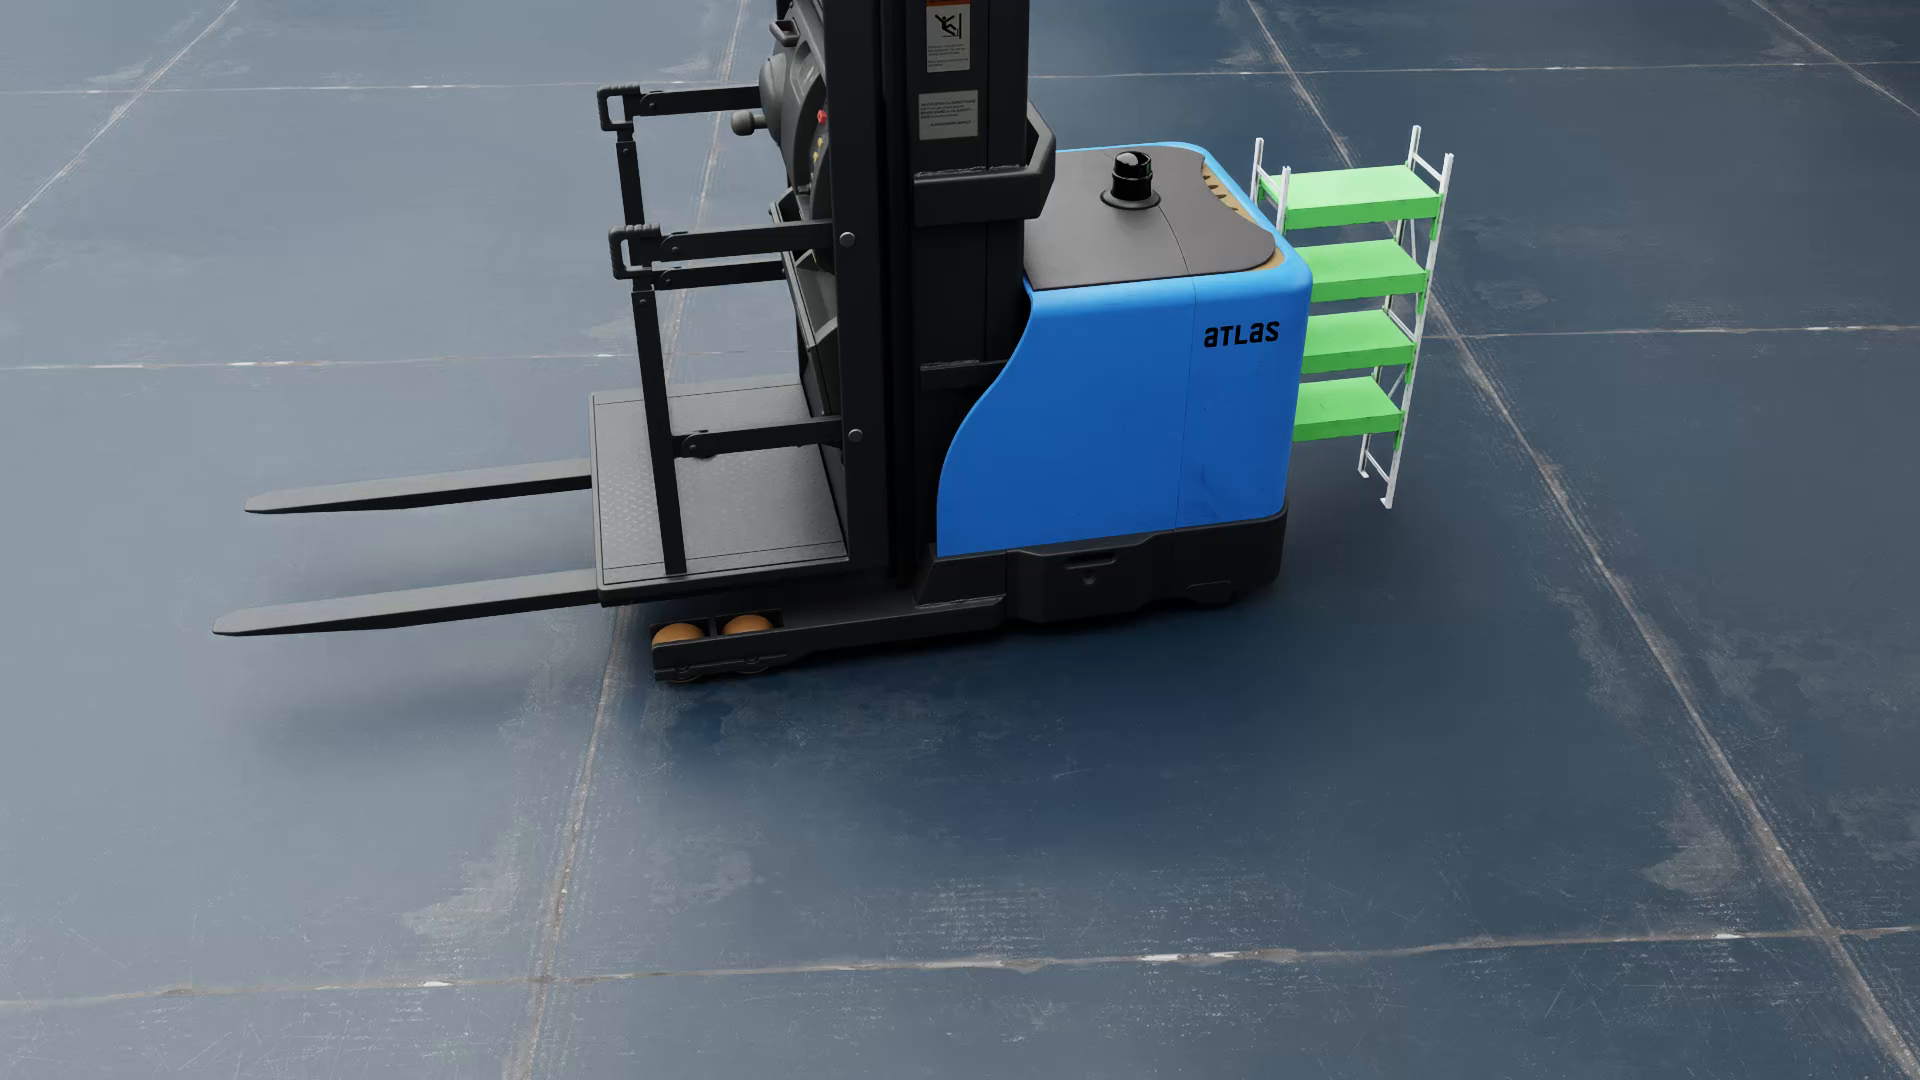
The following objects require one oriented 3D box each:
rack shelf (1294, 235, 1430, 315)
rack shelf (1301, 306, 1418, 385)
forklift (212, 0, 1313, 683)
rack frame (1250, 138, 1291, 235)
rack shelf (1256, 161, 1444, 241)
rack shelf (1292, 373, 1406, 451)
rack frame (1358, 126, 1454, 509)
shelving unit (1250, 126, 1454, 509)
[{"bbox_3d":[1.130,-0.779,5.012,0.480,0.148,0.258,-7,35,-10],"label":"rack shelf"},{"bbox_3d":[1.130,-0.582,5.148,0.480,0.148,0.258,-7,35,-10],"label":"rack shelf"},{"bbox_3d":[-0.610,-1.133,4.312,3.031,2.935,1.130,-7,35,-10],"label":"forklift"},{"bbox_3d":[0.891,-0.606,5.071,0.015,1.200,0.240,-7,35,-10],"label":"rack frame"},{"bbox_3d":[1.130,-0.976,4.875,0.480,0.148,0.258,-7,35,-10],"label":"rack shelf"},{"bbox_3d":[1.130,-0.384,5.285,0.480,0.148,0.258,-7,35,-10],"label":"rack shelf"},{"bbox_3d":[1.369,-0.662,5.152,0.015,1.200,0.240,-7,35,-10],"label":"rack frame"},{"bbox_3d":[1.130,-0.634,5.112,0.503,1.200,0.258,-7,35,-10],"label":"shelving unit"}]
